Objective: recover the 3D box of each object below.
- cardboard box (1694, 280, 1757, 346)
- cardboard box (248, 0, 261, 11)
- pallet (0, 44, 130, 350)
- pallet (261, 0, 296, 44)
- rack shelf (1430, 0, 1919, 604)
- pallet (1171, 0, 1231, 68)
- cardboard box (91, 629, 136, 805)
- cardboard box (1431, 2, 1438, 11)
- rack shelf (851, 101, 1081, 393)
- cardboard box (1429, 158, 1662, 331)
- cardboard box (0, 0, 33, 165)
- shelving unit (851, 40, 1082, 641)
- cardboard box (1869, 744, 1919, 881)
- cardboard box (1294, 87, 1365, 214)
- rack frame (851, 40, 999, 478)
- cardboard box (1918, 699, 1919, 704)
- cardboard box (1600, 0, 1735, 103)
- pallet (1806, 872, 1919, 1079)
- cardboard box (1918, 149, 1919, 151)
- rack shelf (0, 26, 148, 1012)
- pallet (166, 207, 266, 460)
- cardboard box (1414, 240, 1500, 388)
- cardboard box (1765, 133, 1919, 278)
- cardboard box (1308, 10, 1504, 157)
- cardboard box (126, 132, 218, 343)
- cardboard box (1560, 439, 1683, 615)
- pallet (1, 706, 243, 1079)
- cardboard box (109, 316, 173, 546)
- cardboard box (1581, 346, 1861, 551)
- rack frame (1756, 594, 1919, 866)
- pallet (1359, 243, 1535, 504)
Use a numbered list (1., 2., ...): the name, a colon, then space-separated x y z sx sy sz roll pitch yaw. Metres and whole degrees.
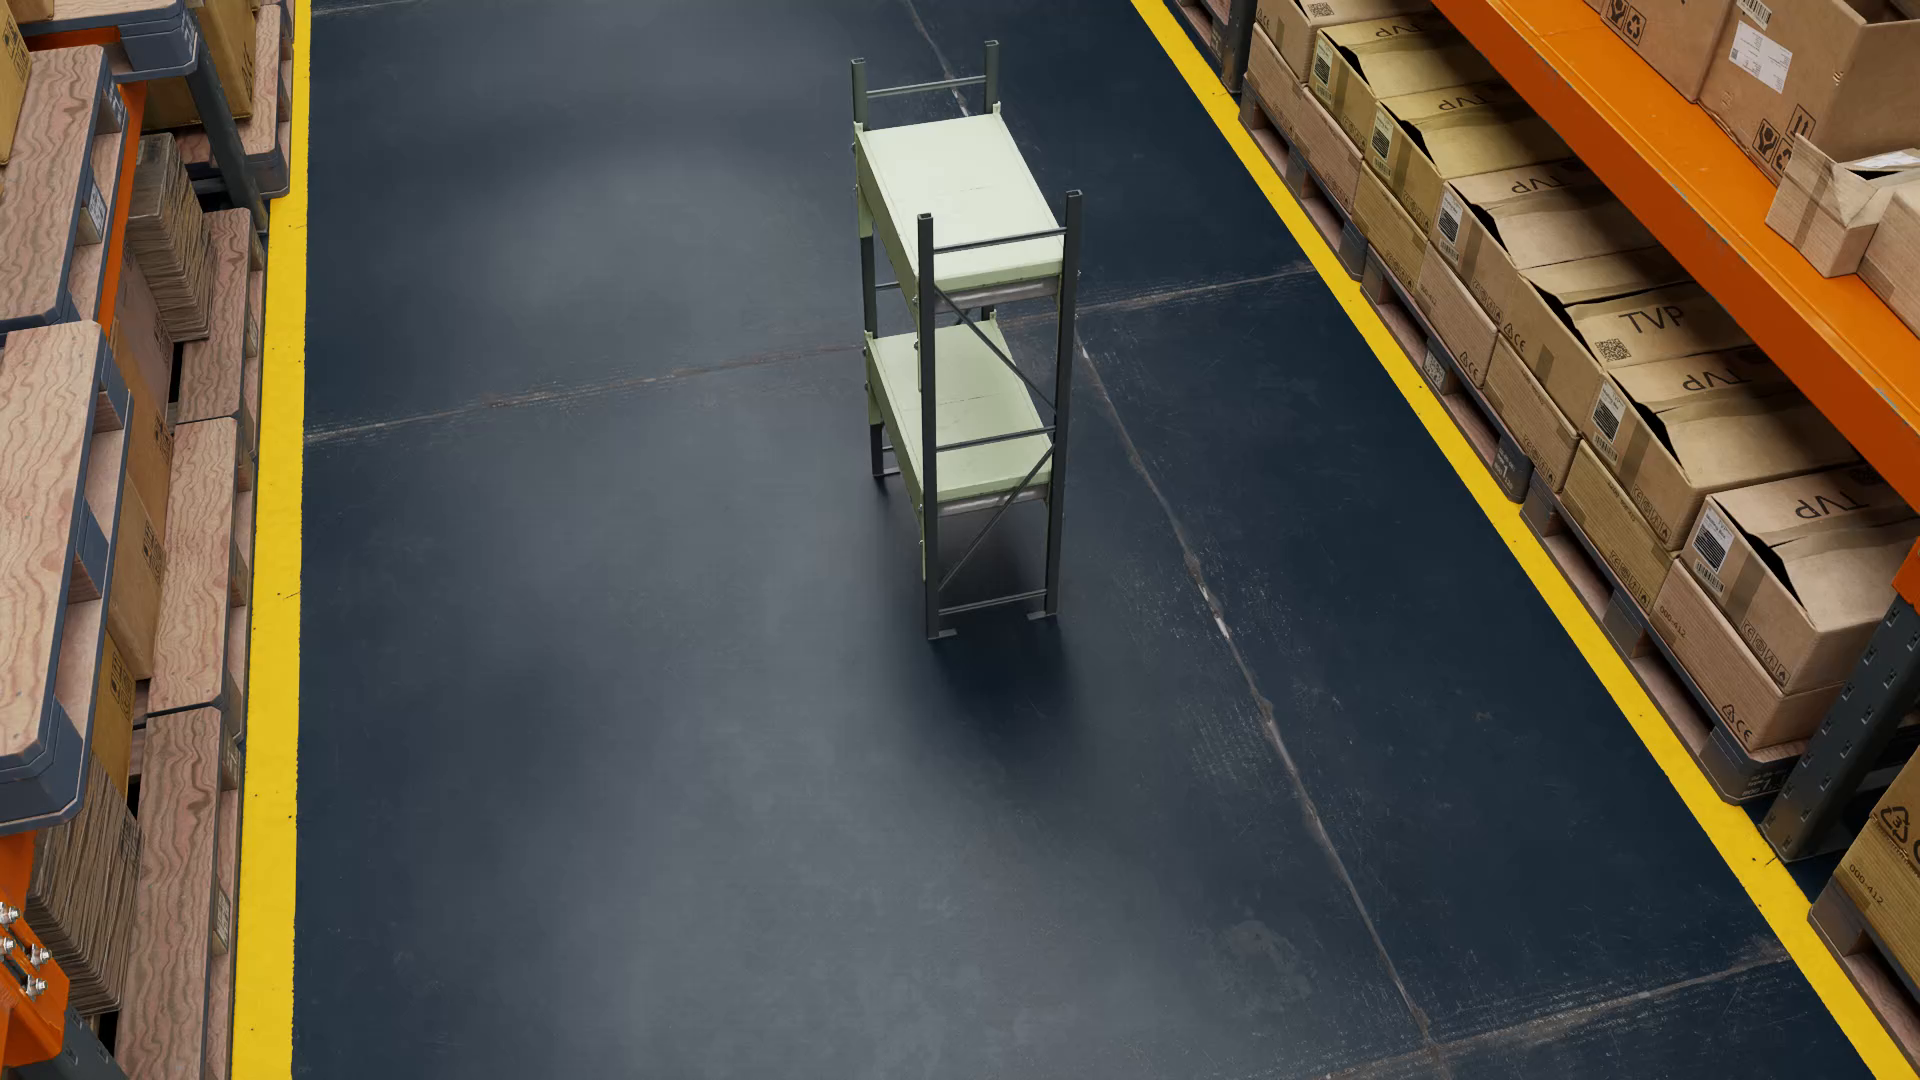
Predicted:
1. cardboard box: 2.527 -0.737 5.110 0.500 0.311 0.500 -12 47 -12
2. cardboard box: -3.442 -2.707 7.014 0.750 0.750 0.750 -11 47 -11
3. pallet: -2.617 -0.748 4.017 1.003 0.211 1.213 -11 47 -10
4. pallet: -3.601 -2.597 7.648 1.003 0.211 1.213 -11 47 -10
5. rack shelf: 2.137 -1.450 5.075 1.077 0.370 4.000 -11 47 -10
6. pallet: 1.470 -2.629 7.679 1.003 0.211 1.213 -11 47 -10
7. cardboard box: -2.524 0.455 4.146 0.700 0.500 0.500 -12 47 -11
8. cardboard box: 1.997 -2.147 6.493 0.500 0.311 0.500 -10 46 -9
9. rack shelf: 0.002 -0.793 4.431 0.431 0.370 0.720 -11 47 -10
10. cardboard box: 1.878 -0.980 5.349 0.500 0.311 0.500 -11 47 -11
11. cardboard box: -2.693 -1.185 3.933 0.700 0.500 0.500 -11 47 -10
12. shelving unit: 0.002 -0.520 4.710 0.431 1.500 0.755 -11 47 -10
13. cardboard box: 2.465 0.609 3.659 0.500 0.500 0.500 -11 47 -10
14. cardboard box: 1.604 -1.505 6.256 0.500 0.250 0.500 -12 47 -11
15. rack frame: -0.092 -0.773 4.957 0.400 1.500 0.023 -11 47 -10
16. cardboard box: 2.785 0.170 4.614 0.500 0.250 0.500 -12 47 -11
17. cardboard box: 2.205 -1.599 4.647 0.500 0.500 0.500 -11 47 -10
18. pallet: 2.812 1.211 3.915 1.003 0.211 1.213 -11 47 -10
19. cardboard box: 2.619 -0.883 4.191 0.380 0.149 0.250 -11 47 -10
20. rack shelf: -2.651 -0.542 4.185 1.077 0.370 4.000 -11 47 -10
21. pallet: -2.964 -0.659 5.748 1.003 0.211 1.213 -11 47 -10
22. cardboard box: 1.874 -0.793 5.559 0.500 0.250 0.500 -10 46 -10
23. cardboard box: 2.246 -0.848 4.075 0.396 0.266 0.258 -12 47 -11
24. cardboard box: 1.617 -1.687 6.042 0.500 0.311 0.500 -12 47 -11
25. cardboard box: -2.928 -0.966 5.539 0.700 0.500 0.500 -10 46 -10
26. cardboard box: 2.135 -0.089 4.868 0.500 0.250 0.500 -11 47 -11
27. pallet: -2.340 1.026 4.097 1.003 0.211 1.213 -11 47 -10
28. cardboard box: -2.754 -0.251 4.838 0.700 0.500 0.500 -11 47 -11
29. cardboard box: 2.129 -0.287 4.670 0.500 0.311 0.500 -10 46 -9
30. rack frame: 2.649 -0.321 3.465 1.000 3.000 0.127 -11 47 -10
31. pallet: 2.106 -0.691 5.779 1.003 0.211 1.213 -11 47 -10
